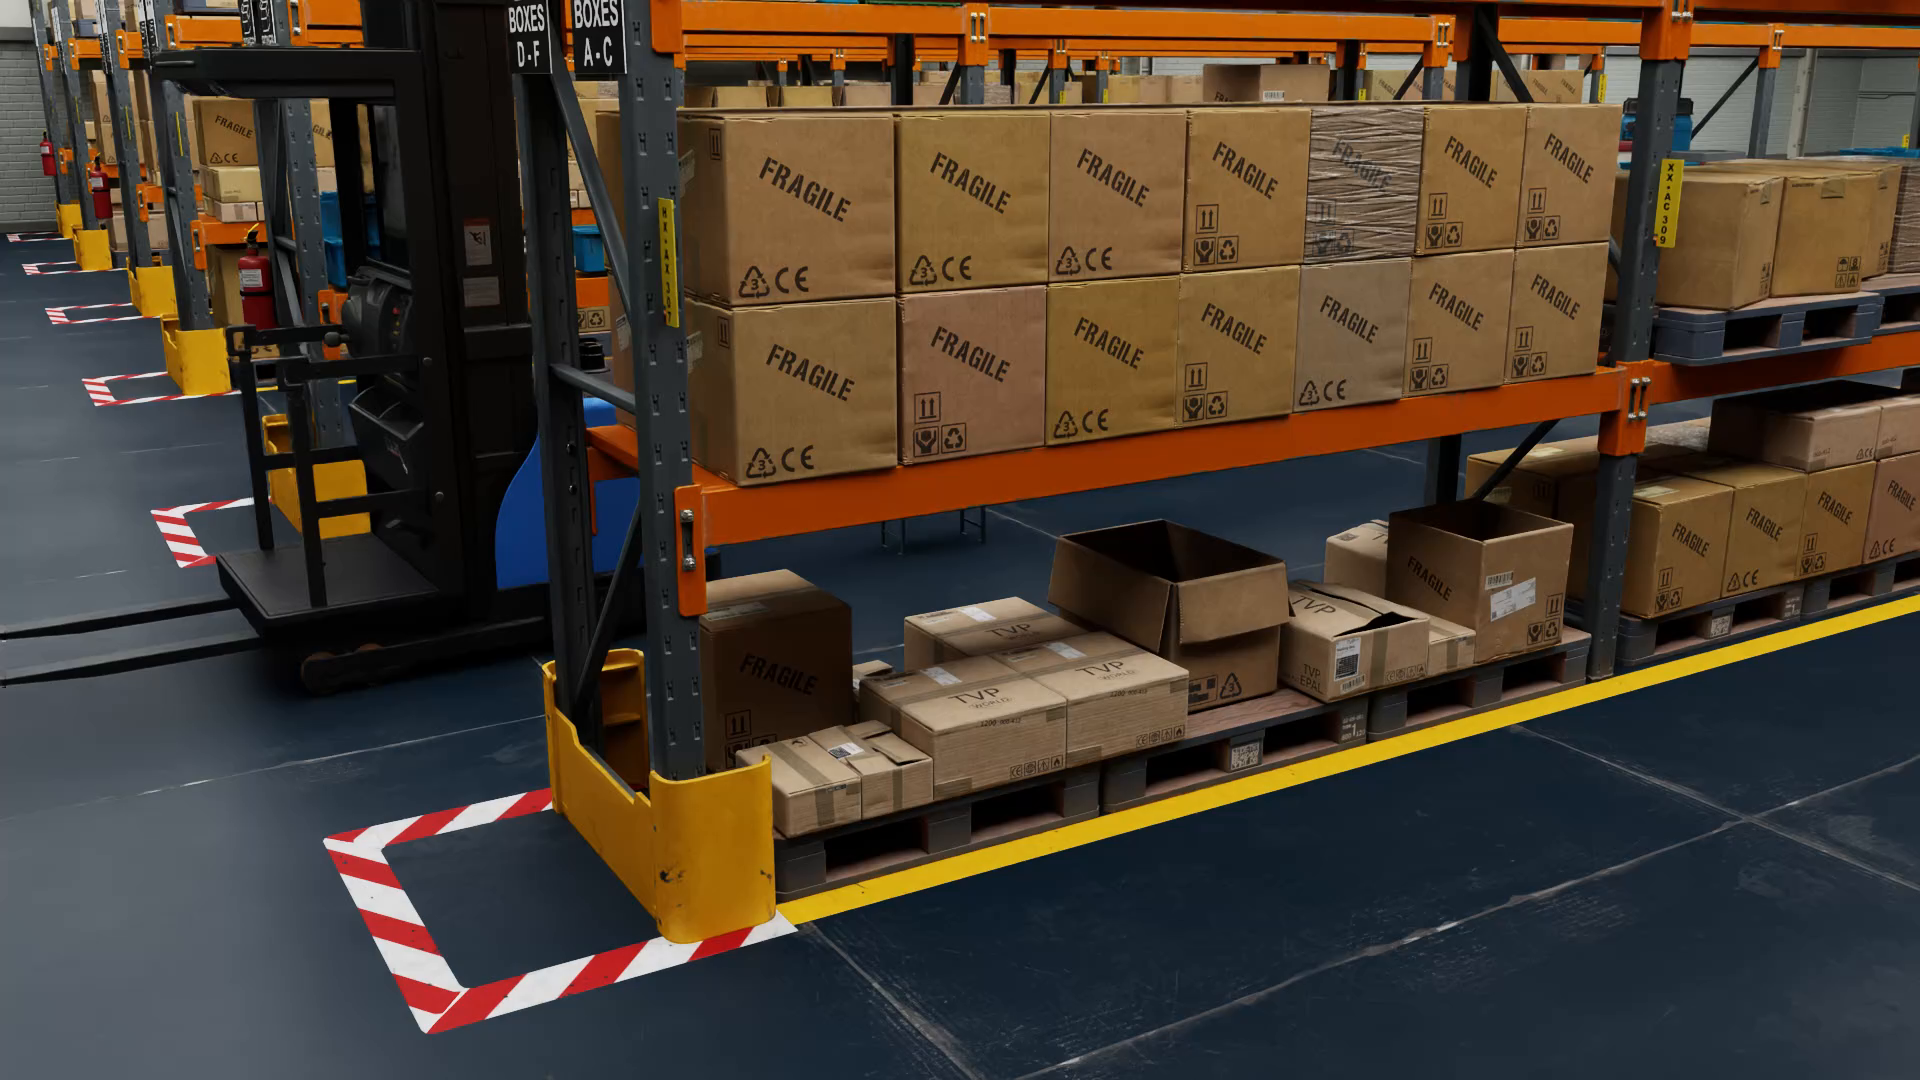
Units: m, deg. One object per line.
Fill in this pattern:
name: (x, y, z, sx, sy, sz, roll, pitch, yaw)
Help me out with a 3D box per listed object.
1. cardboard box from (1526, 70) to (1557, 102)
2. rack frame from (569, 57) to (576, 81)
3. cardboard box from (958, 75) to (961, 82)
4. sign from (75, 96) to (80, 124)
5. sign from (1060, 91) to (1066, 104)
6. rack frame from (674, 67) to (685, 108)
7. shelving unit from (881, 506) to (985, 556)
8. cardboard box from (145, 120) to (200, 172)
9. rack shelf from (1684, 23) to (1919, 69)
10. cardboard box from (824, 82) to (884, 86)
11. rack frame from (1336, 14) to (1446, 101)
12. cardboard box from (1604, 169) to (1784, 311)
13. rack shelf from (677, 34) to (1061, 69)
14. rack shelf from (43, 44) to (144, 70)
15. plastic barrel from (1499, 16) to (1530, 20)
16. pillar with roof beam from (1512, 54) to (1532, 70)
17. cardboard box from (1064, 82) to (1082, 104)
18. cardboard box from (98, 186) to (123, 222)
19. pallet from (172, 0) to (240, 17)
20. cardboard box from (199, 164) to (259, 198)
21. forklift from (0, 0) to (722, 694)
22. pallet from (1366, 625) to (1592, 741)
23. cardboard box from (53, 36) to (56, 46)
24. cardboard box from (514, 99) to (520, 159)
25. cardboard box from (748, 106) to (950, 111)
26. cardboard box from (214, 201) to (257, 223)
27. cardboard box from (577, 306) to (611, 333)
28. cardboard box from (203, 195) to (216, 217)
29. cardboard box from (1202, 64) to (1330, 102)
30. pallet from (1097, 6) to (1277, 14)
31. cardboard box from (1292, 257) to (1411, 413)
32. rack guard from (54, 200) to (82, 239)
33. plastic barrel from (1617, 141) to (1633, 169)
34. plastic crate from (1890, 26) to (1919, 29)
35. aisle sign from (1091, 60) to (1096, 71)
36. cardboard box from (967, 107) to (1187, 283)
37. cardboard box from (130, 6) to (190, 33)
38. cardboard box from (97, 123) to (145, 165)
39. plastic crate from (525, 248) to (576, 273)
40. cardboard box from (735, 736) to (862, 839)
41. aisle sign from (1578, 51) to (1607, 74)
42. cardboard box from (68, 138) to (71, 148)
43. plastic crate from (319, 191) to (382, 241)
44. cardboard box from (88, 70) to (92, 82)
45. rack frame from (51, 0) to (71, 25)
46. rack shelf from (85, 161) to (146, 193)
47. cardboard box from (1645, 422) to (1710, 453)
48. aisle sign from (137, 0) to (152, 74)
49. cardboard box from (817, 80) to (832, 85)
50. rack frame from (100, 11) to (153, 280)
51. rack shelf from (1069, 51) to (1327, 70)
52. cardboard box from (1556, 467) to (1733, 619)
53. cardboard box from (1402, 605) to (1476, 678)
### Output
cardboard box: (6.811, -5.411, 20.068, 0.500, 0.500, 0.500, -9, 18, -30)
rack frame: (-6.940, -7.272, 29.294, 0.127, 3.000, 1.000, -9, 18, -30)
cardboard box: (-0.014, -7.430, 27.268, 0.500, 0.500, 0.700, -9, 18, -29)
sign: (-10.958, -5.338, 20.643, 0.005, 0.325, 0.100, -9, 18, -30)
sign: (1.012, -4.261, 16.406, 0.005, 0.325, 0.100, -9, 18, -30)
rack frame: (-2.706, -3.275, 15.036, 0.127, 3.000, 1.000, -9, 18, -30)
shelving unit: (-0.142, -0.555, 8.666, 0.503, 1.200, 0.258, -9, 18, -30)
cardboard box: (-8.075, -4.070, 17.137, 0.500, 0.500, 0.500, -8, 18, -27)
rack shelf: (8.417, -4.617, 15.599, 4.000, 0.370, 1.077, -9, 18, -30)
cardboard box: (-1.355, -5.582, 21.229, 0.500, 0.500, 0.700, -9, 18, -30)
rack frame: (3.274, -2.685, 12.931, 0.127, 3.000, 1.000, -9, 18, -30)
cardboard box: (2.914, -1.247, 6.837, 0.700, 0.500, 0.500, 13, 20, 38)
rack shelf: (-0.992, -4.651, 15.720, 4.000, 0.370, 1.077, -9, 18, -30)
rack shelf: (-12.083, -7.536, 26.010, 4.000, 0.370, 1.077, -9, 18, -30)
plastic barrel: (4.089, -4.435, 12.687, 0.600, 0.901, 0.600, 0, 16, 0)
pillar with roof beam: (16.503, -12.890, 38.222, 0.400, 9.000, 9.100, -9, 18, -30)
cardboard box: (1.261, -6.008, 22.747, 0.500, 0.500, 0.700, -10, 18, -31)
cardboard box: (-13.225, -5.223, 25.832, 0.637, 0.503, 0.797, -10, 19, -32)
pallet: (-5.504, -4.226, 13.036, 1.213, 0.211, 1.003, -9, 18, -30)
cardboard box: (-5.856, -2.919, 13.491, 0.500, 0.250, 0.500, -10, 18, -31)
forklift: (-2.606, -0.952, 6.876, 3.031, 2.935, 1.130, -10, 19, -32)
pallet: (1.804, 0.456, 6.894, 1.213, 0.211, 1.003, -9, 18, -30)
cardboard box: (-13.643, -7.581, 25.305, 0.250, 0.149, 0.380, -9, 18, -28)
cardboard box: (-4.118, -3.560, 14.388, 0.500, 0.500, 0.500, -10, 18, -31)
cardboard box: (-0.364, -1.152, 5.424, 0.500, 0.500, 0.500, -9, 18, -28)
cardboard box: (-5.660, -2.571, 12.990, 0.250, 0.149, 0.380, -9, 18, -29)
cardboard box: (-3.313, -2.381, 15.004, 0.875, 0.875, 0.875, -9, 18, -30)
cardboard box: (-5.999, -2.724, 13.534, 0.250, 0.149, 0.380, -9, 18, -29)
cardboard box: (3.398, -4.800, 18.587, 1.000, 1.000, 1.000, -9, 18, -29)
pallet: (1.437, -3.772, 11.602, 1.213, 0.211, 1.003, -9, 18, -30)
cardboard box: (1.216, -0.758, 5.871, 0.500, 0.500, 0.500, -9, 18, -28)
rack guard: (-13.733, -4.967, 25.701, 0.348, 0.500, 1.175, -9, 18, -30)
plastic barrel: (5.769, -3.224, 14.603, 0.433, 0.535, 0.433, 0, 16, 0)
plastic crate: (8.652, -4.899, 15.301, 0.575, 0.384, 0.392, -9, 18, -30)
aisle sign: (2.370, -8.568, 29.101, 0.004, 0.787, 0.394, -9, 18, -30)
cardboard box: (0.356, -1.100, 5.237, 0.500, 0.500, 0.500, -9, 18, -29)
cardboard box: (-8.086, -5.256, 16.823, 0.500, 0.250, 0.500, -8, 18, -28)
cardboard box: (-10.679, -5.060, 21.219, 0.500, 0.500, 0.500, -9, 18, -30)
plastic crate: (-2.304, -1.553, 9.269, 0.298, 0.136, 0.250, -9, 18, -30)
cardboard box: (-0.500, 0.756, 5.123, 0.250, 0.149, 0.380, -9, 18, -30)
aisle sign: (7.788, -6.134, 20.418, 0.004, 0.787, 0.394, -9, 18, -30)
cardboard box: (-13.652, -6.147, 25.746, 0.250, 0.149, 0.380, -9, 18, -30)
plastic crate: (-3.393, -1.709, 9.271, 0.499, 0.435, 0.616, -9, 18, -30)
cardboard box: (-11.034, -5.950, 21.339, 0.250, 0.149, 0.380, -9, 18, -29)
rack frame: (-11.238, -7.900, 20.422, 0.127, 3.000, 1.000, -9, 18, -30)
rack shelf: (-9.524, -4.943, 22.320, 4.000, 0.370, 1.077, -9, 18, -30)
cardboard box: (3.526, -0.262, 8.103, 0.500, 0.500, 0.500, -9, 18, -29)
aisle sign: (-6.351, -4.030, 12.913, 0.004, 0.787, 0.394, -9, 18, -30)
cardboard box: (-2.038, -7.127, 26.061, 0.250, 0.149, 0.380, -10, 19, -32)
rack frame: (-8.602, -3.881, 17.196, 0.127, 3.000, 1.000, -9, 18, -30)
rack shelf: (3.398, -6.925, 23.831, 4.000, 0.370, 1.077, -9, 18, -30)
cardboard box: (2.933, -0.002, 7.174, 0.500, 0.500, 0.500, -10, 19, -32)
cardboard box: (1.760, 0.389, 6.430, 0.250, 0.149, 0.380, -9, 18, -30)
